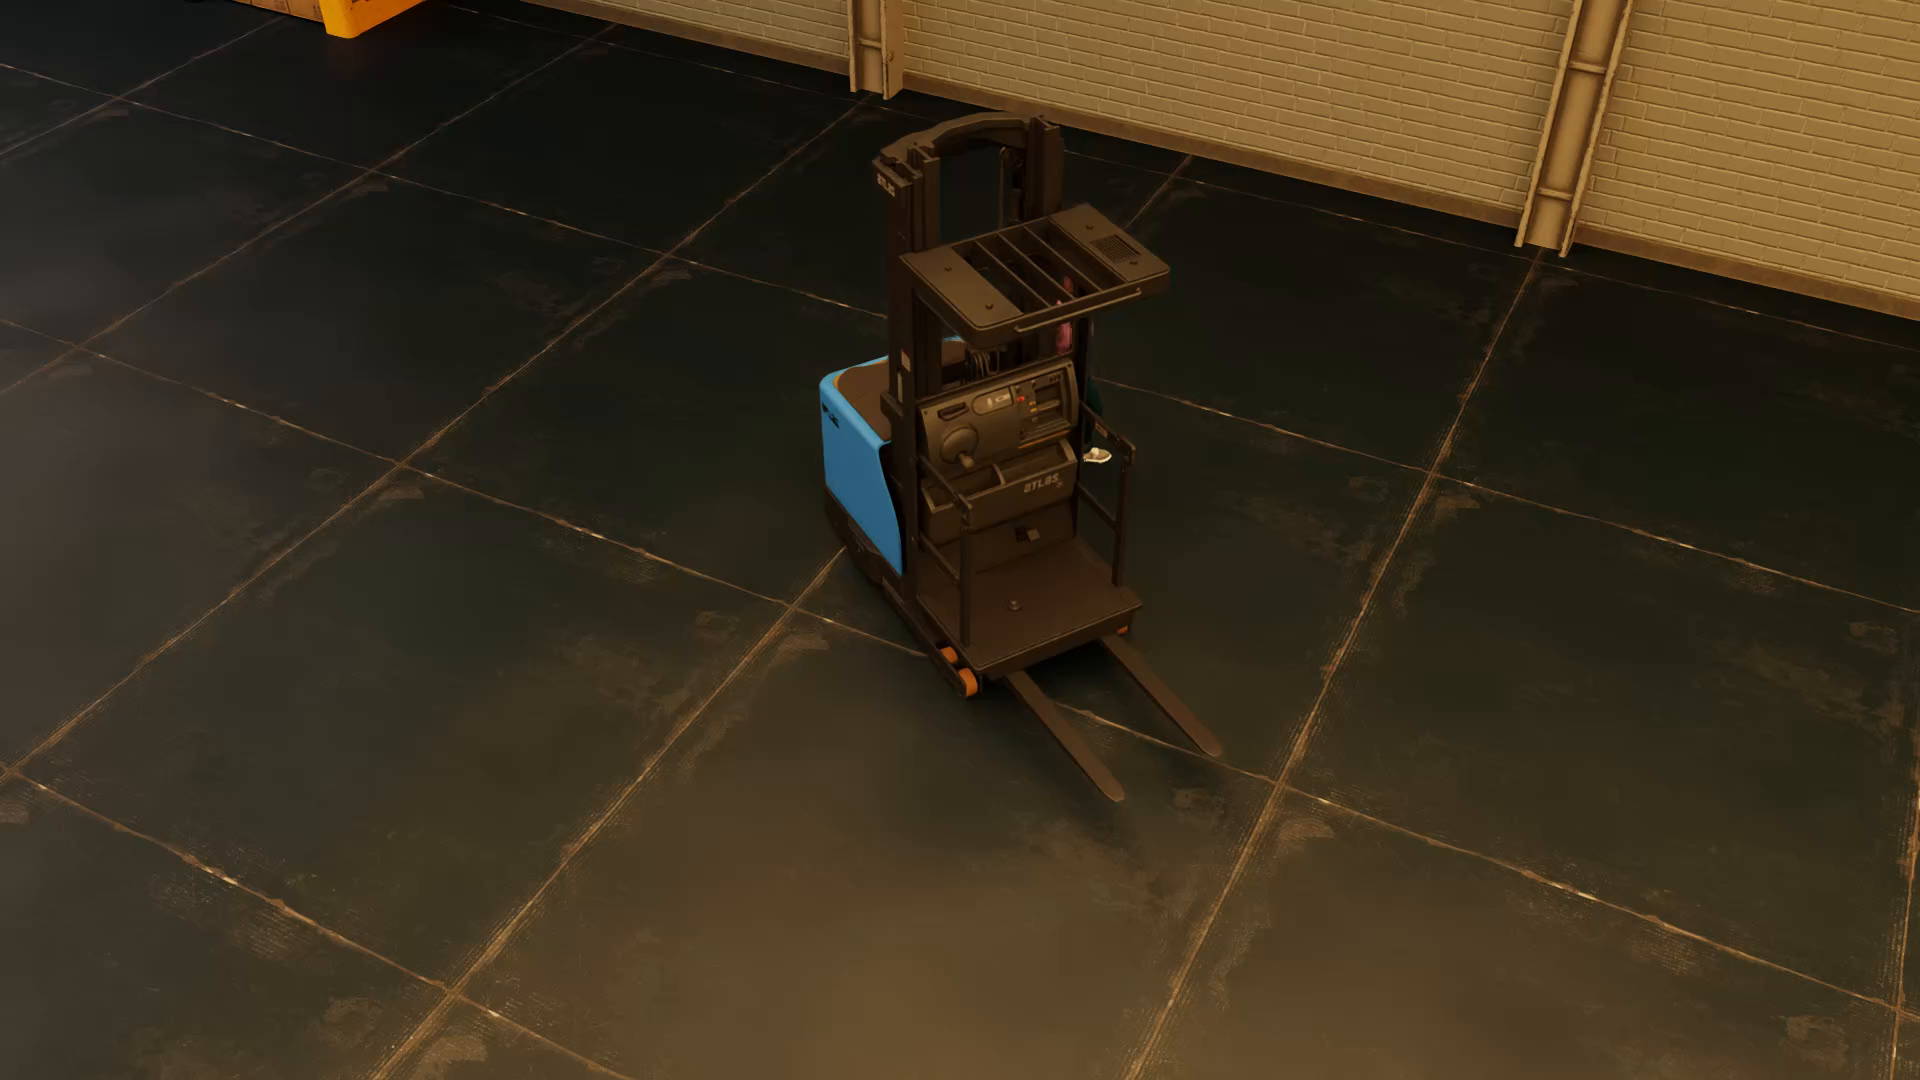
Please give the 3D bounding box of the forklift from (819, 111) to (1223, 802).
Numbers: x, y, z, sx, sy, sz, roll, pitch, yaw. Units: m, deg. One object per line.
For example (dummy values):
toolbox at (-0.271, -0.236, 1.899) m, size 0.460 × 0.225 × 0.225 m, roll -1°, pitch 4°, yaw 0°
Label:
forklift at (0.325, -0.587, 8.684) m, size 1.130 × 2.935 × 3.031 m, roll -20°, pitch 44°, yaw -22°

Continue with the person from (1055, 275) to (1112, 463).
person at (0.646, -1.019, 10.274) m, size 0.389 × 1.562 × 0.713 m, roll 32°, pitch 50°, yaw 32°
